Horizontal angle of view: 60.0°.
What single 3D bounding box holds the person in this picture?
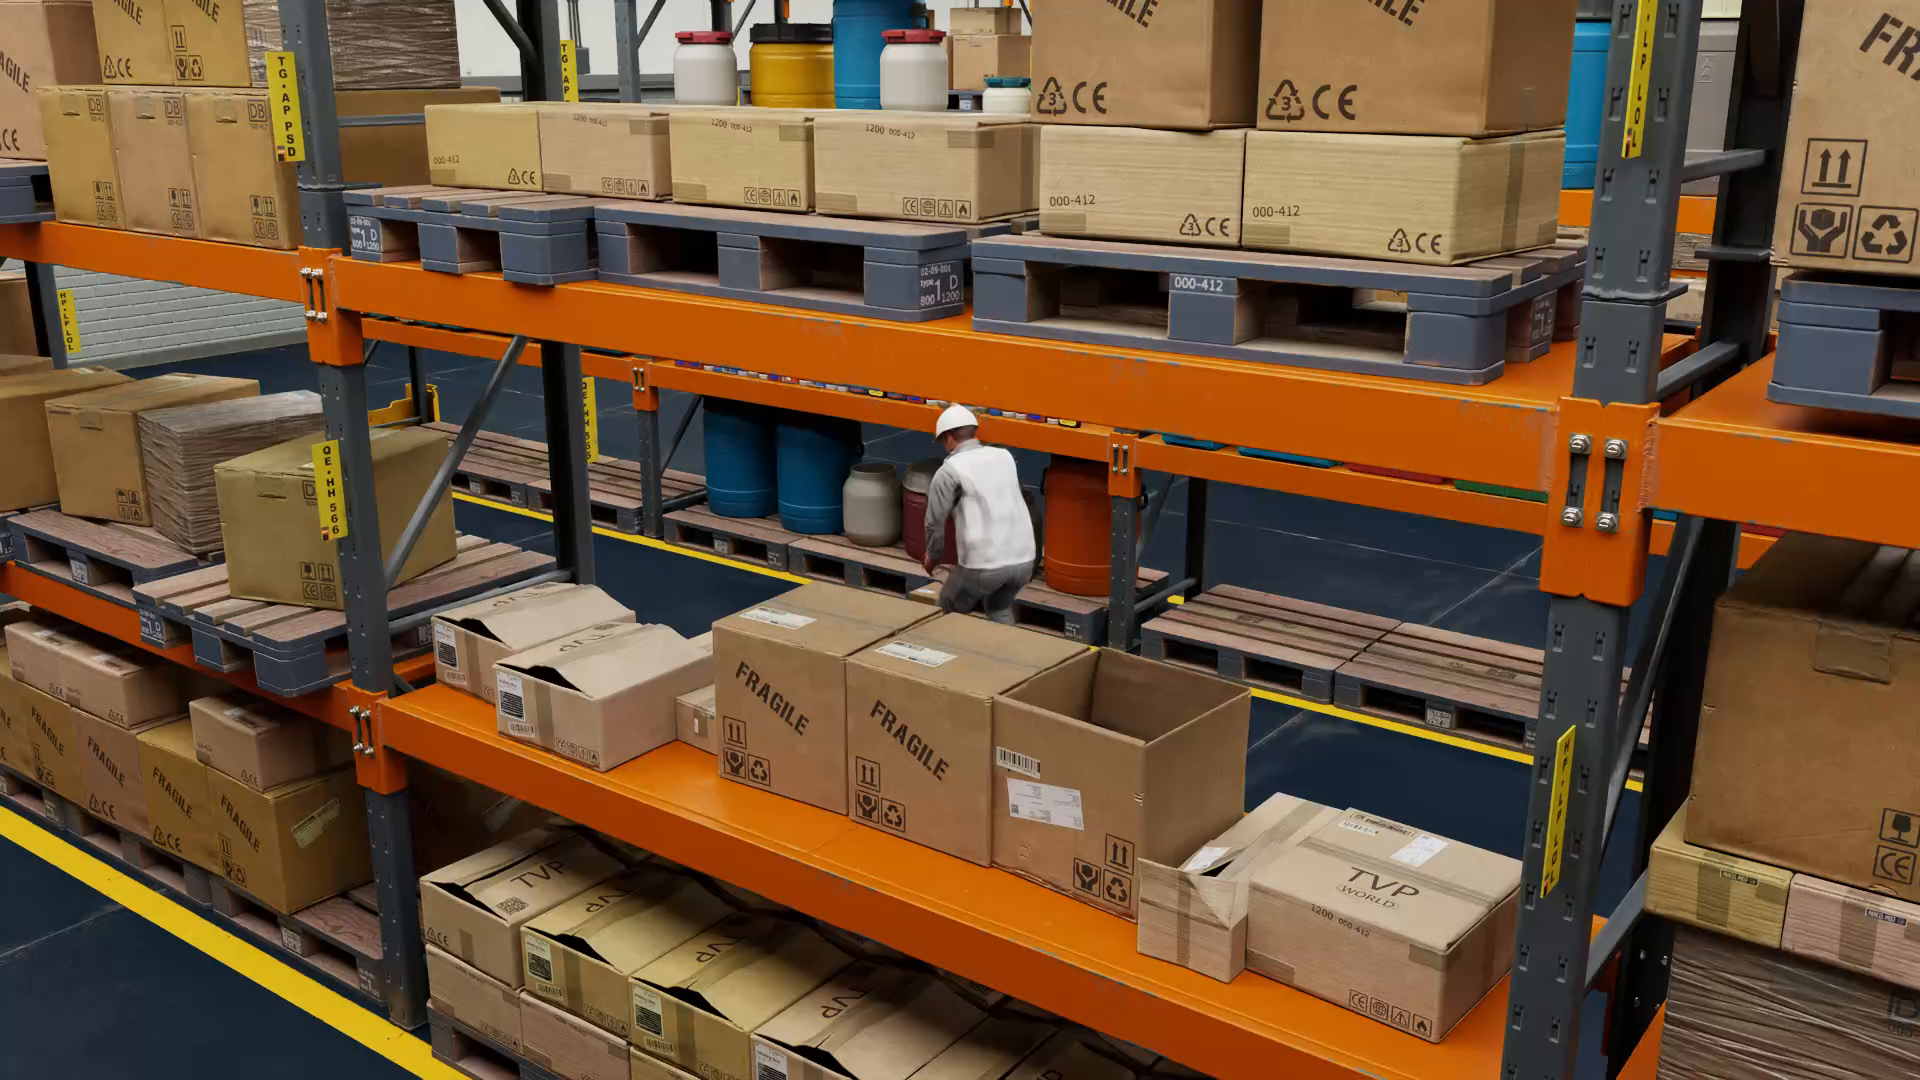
[{"bbox_3d":[0.087,0.080,9.072,0.586,1.584,0.649,-10,19,-30],"label":"person"}]
